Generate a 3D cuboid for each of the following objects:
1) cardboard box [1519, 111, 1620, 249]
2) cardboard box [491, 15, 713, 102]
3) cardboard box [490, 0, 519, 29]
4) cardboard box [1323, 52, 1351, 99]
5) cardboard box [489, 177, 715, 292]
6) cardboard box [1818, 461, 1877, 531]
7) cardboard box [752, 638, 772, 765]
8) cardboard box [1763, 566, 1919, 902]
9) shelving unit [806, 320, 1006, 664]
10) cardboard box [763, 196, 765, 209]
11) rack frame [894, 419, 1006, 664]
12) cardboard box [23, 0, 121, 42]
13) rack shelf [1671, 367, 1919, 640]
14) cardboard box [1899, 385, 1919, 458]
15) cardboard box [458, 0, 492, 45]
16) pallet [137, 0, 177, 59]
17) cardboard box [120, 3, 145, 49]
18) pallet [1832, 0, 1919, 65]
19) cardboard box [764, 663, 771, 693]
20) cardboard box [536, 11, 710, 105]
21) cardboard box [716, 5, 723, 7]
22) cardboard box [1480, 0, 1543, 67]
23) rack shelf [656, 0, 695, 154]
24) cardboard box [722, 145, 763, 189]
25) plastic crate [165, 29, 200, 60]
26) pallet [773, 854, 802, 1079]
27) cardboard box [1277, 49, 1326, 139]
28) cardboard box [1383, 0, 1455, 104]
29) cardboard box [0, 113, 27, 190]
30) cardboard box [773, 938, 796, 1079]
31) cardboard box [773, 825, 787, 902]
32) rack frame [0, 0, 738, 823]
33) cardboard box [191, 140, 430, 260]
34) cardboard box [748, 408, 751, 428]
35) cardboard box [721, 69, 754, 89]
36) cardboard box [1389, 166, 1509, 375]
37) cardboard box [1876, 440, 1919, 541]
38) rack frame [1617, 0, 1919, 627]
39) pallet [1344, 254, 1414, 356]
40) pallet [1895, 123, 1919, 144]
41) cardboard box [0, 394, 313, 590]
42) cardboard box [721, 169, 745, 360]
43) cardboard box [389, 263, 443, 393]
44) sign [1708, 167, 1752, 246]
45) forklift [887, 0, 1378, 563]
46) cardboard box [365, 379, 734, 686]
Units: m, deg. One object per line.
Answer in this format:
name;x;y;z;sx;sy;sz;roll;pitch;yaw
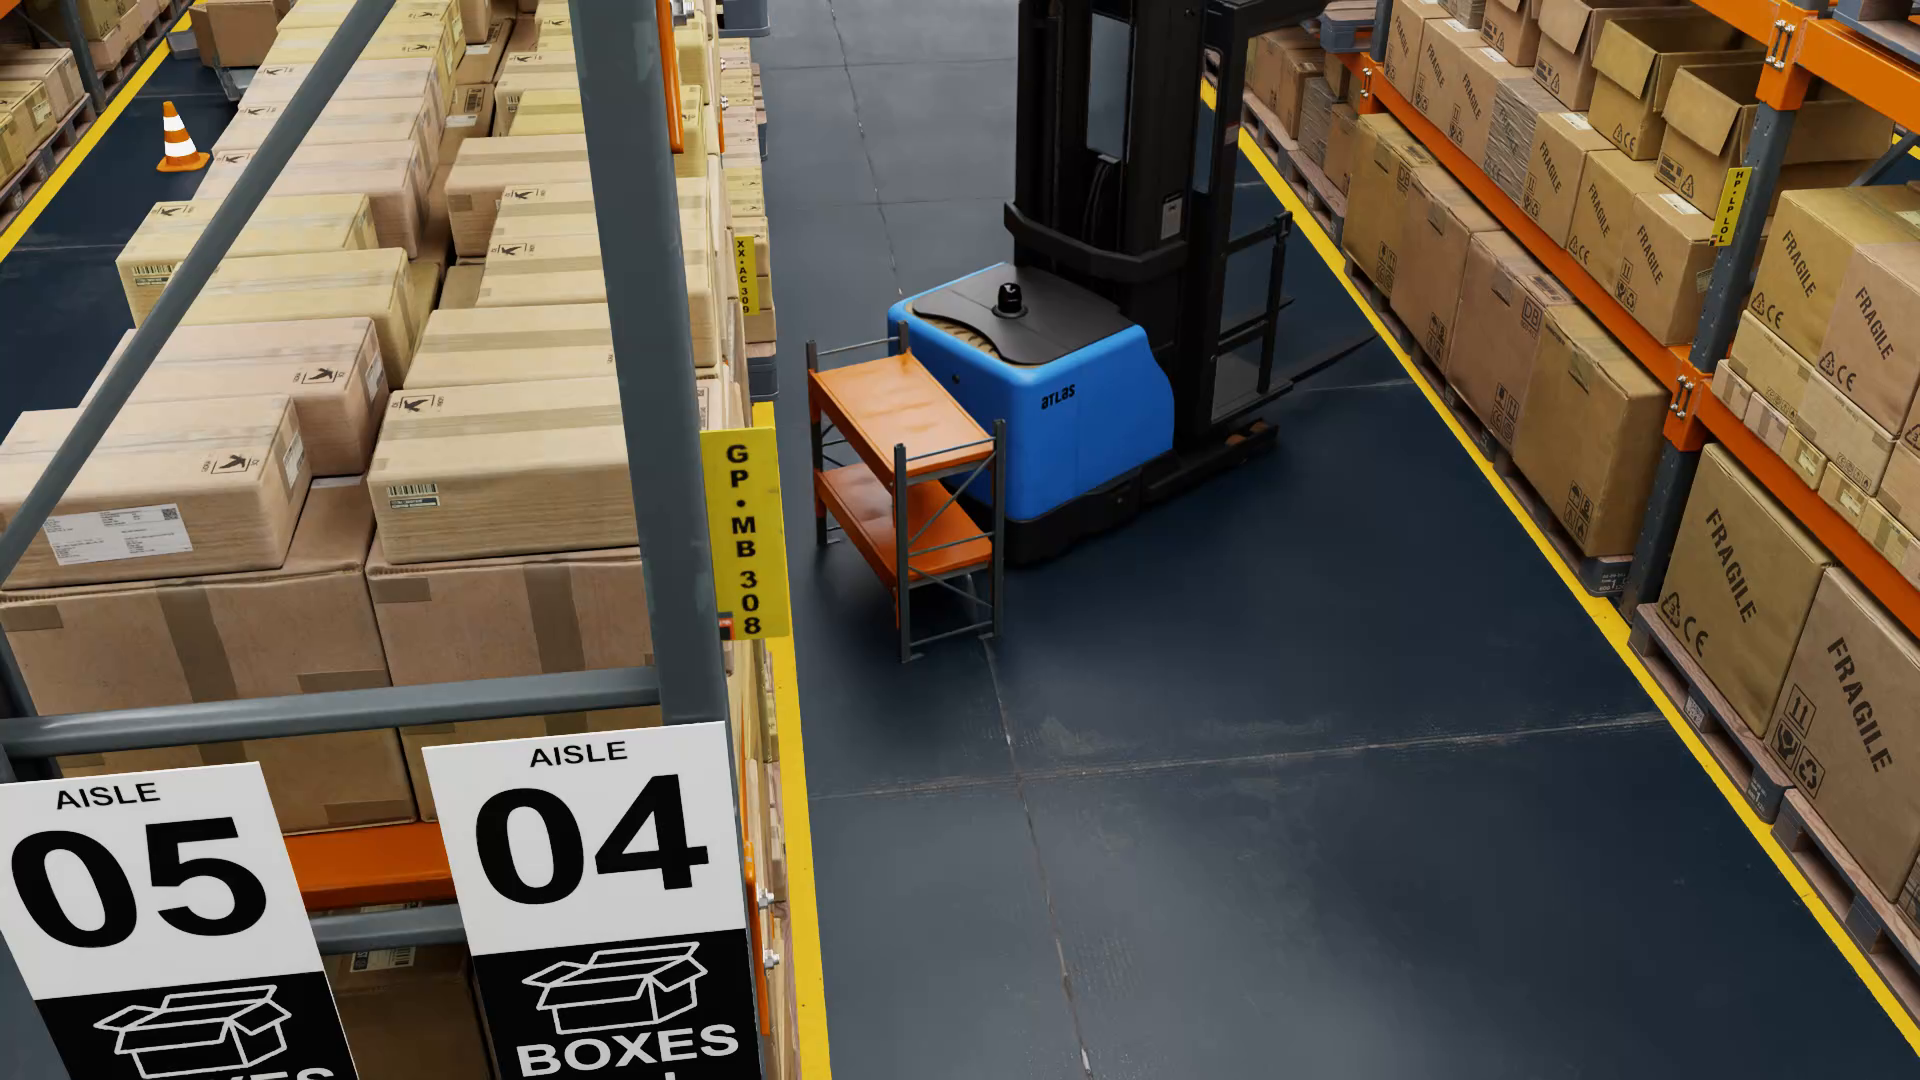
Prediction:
cardboard box;3.103;-1.761;8.082;0.500;0.500;0.500;-5;35;-7
cardboard box;-0.908;-1.157;4.309;0.500;0.250;0.500;-3;34;-4
cardboard box;-1.466;-1.411;4.683;0.500;0.250;0.500;-5;35;-7
cardboard box;2.834;-3.269;11.547;0.500;0.250;0.500;-1;34;-1
cardboard box;-0.647;-0.543;3.056;0.380;0.149;0.250;-4;34;-6
cardboard box;3.392;-0.177;6.070;0.380;0.149;0.250;-5;35;-8
cardboard box;-0.736;0.219;4.025;0.500;0.500;0.500;-5;35;-7
cardboard box;3.704;0.669;6.118;0.875;0.875;0.875;-4;35;-6
shelving unit;-0.257;-0.238;7.600;0.538;1.125;1.048;-15;37;-21
cardboard box;-1.060;-1.473;7.334;0.380;0.149;0.250;-6;35;-8
rack frame;-0.041;0.021;7.220;0.500;1.125;0.032;-15;37;-21
cardboard box;-7.134;-4.322;13.332;0.500;0.500;0.500;-3;34;-4
rack shelf;3.843;0.502;5.489;1.077;0.370;4.000;-4;35;-6
cardboard box;3.518;-0.431;5.421;0.500;0.500;0.500;-5;35;-8
cardboard box;-1.417;-1.379;4.282;0.380;0.149;0.250;-5;35;-8
pallet;-7.615;-4.528;14.706;1.003;0.211;1.213;-4;35;-6
cardboard box;-7.217;-4.309;13.979;0.500;0.250;0.500;-3;34;-4
pallet;3.673;-1.657;5.433;1.003;0.211;1.213;-4;35;-6
cardboard box;-0.949;0.591;6.614;0.380;0.149;0.250;-6;35;-9
cardboard box;-0.788;-1.128;3.913;0.380;0.149;0.250;-5;35;-7
cardboard box;-1.373;-2.901;9.166;0.380;0.149;0.250;-6;35;-8
cardboard box;3.203;-2.827;8.755;0.797;0.503;0.637;-4;34;-5
rack shelf;-1.086;-1.657;3.332;1.077;0.370;4.000;-4;35;-6
cardboard box;-1.059;-1.601;7.257;0.380;0.149;0.250;-5;35;-7
plastic crate;-6.721;-4.357;14.573;0.402;0.080;0.583;-16;38;-23
pallet;-1.062;1.614;5.694;1.003;0.211;1.213;-4;35;-6
cardboard box;2.755;-3.289;12.242;0.700;0.500;0.500;-2;34;-2
cardboard box;2.831;-2.893;9.743;0.500;0.500;0.500;-3;34;-5
cardboard box;-7.054;-2.632;11.409;0.950;0.372;0.625;-3;34;-5
cardboard box;-0.604;1.204;3.467;0.500;0.500;0.500;-3;34;-4
cardboard box;-0.825;1.183;6.010;0.380;0.149;0.250;-4;35;-6
rack frame;-0.817;-0.839;1.491;1.000;3.000;0.127;-4;35;-6
cardboard box;-1.241;-0.646;3.206;0.380;0.149;0.250;-5;35;-7
cardboard box;-0.941;-0.218;5.554;0.500;0.500;0.500;-5;35;-8
cardboard box;-1.201;-2.180;8.107;0.380;0.149;0.250;-3;34;-4
cardboard box;3.220;-1.555;9.382;1.225;0.875;0.875;-4;35;-6
cardboard box;3.514;-0.124;5.638;0.500;0.250;0.500;-4;34;-5
rack frame;3.574;-0.912;6.924;1.000;3.000;0.127;-4;35;-6
pallet;3.067;-1.546;10.331;1.003;0.211;1.213;-4;35;-6
pallet;7.717;-3.481;13.171;1.003;0.211;1.213;-4;35;-6
cardboard box;-1.153;-0.072;2.364;0.380;0.149;0.250;-5;35;-7
cardboard box;-1.024;-0.928;5.707;0.500;0.500;0.500;-6;35;-8
cardboard box;-1.201;-0.267;3.005;0.500;0.250;0.500;-5;35;-8
sign;3.037;-1.311;6.552;0.100;0.325;0.005;-4;35;-6
forklift;1.068;-1.801;8.291;3.031;2.935;1.130;-27;42;-33
cardboard box;-0.620;-0.015;2.634;0.500;0.250;0.500;-4;34;-6
